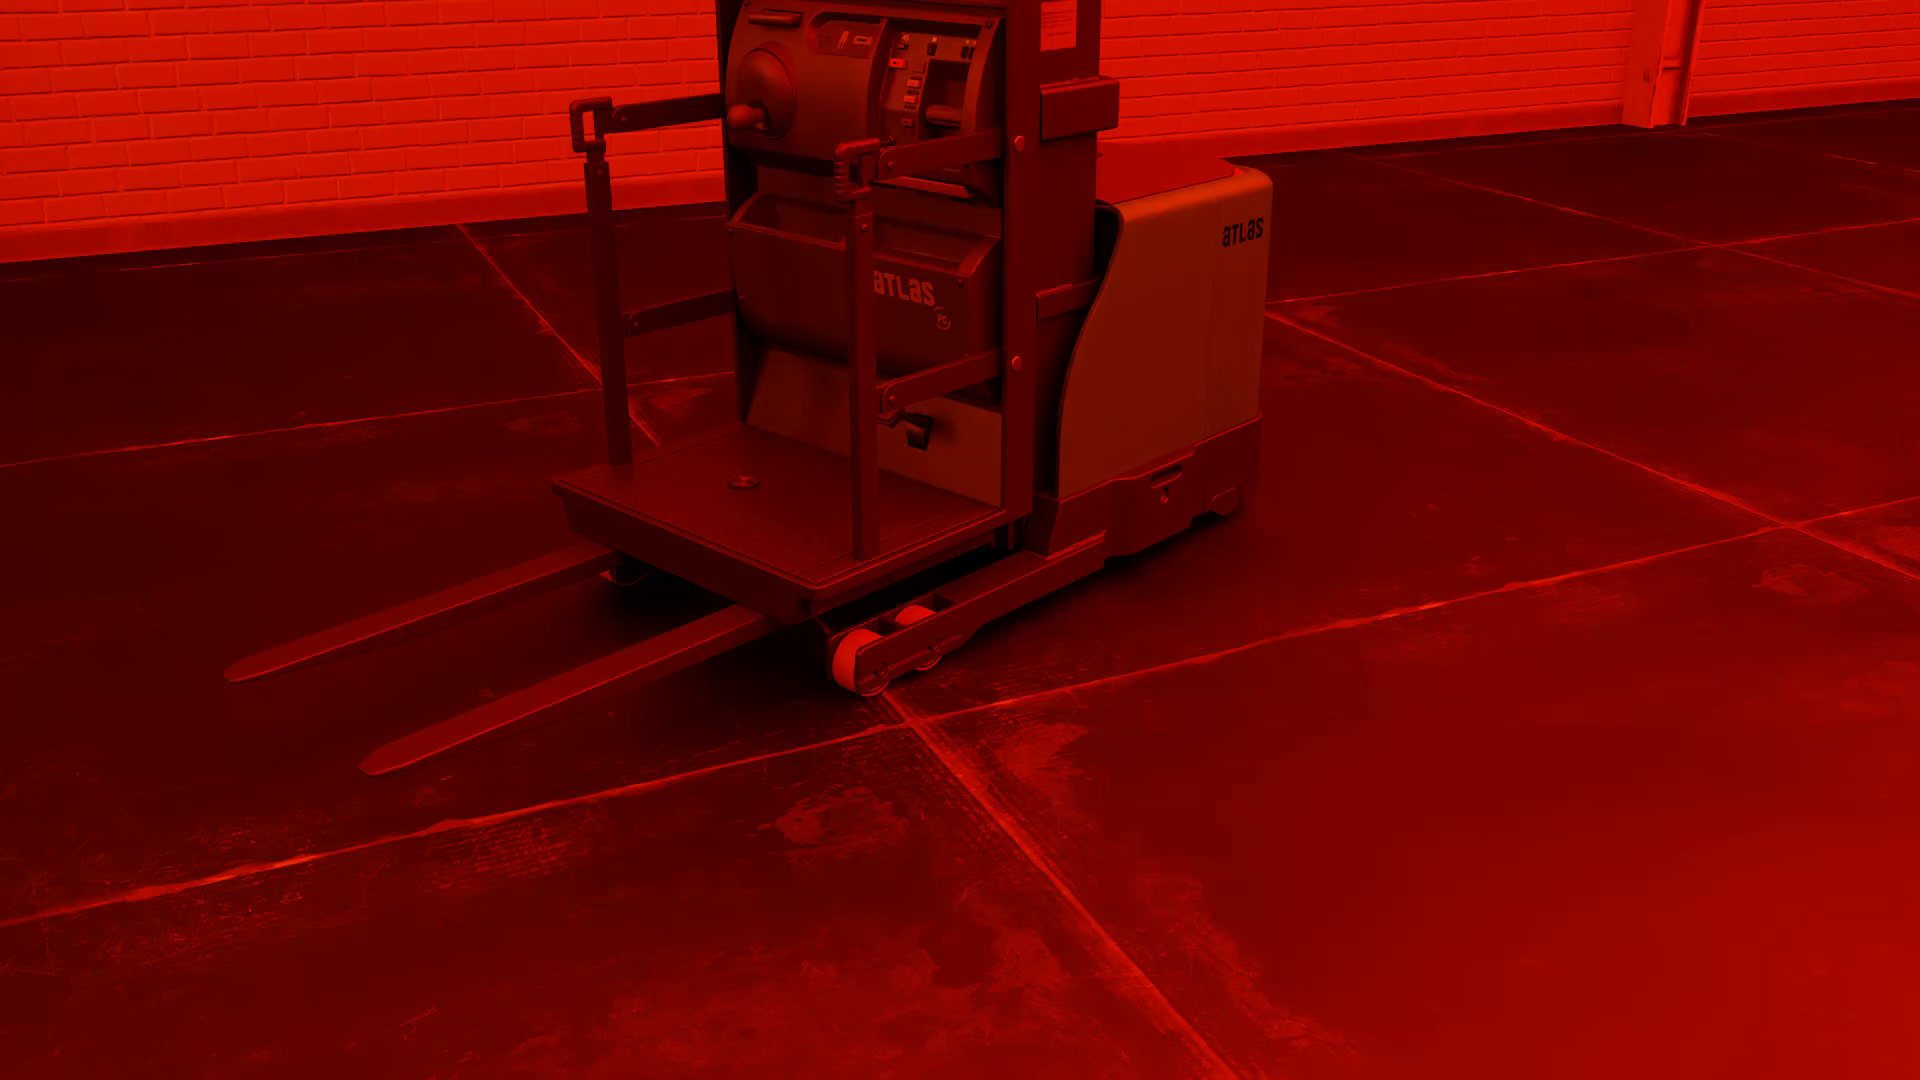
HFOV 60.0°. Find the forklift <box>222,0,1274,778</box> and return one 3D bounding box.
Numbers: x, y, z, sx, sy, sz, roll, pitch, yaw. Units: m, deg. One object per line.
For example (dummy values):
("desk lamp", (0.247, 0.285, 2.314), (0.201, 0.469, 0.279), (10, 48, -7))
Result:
("forklift", (-0.413, -1.182, 4.131), (1.130, 2.935, 3.031), (19, 29, 39))
